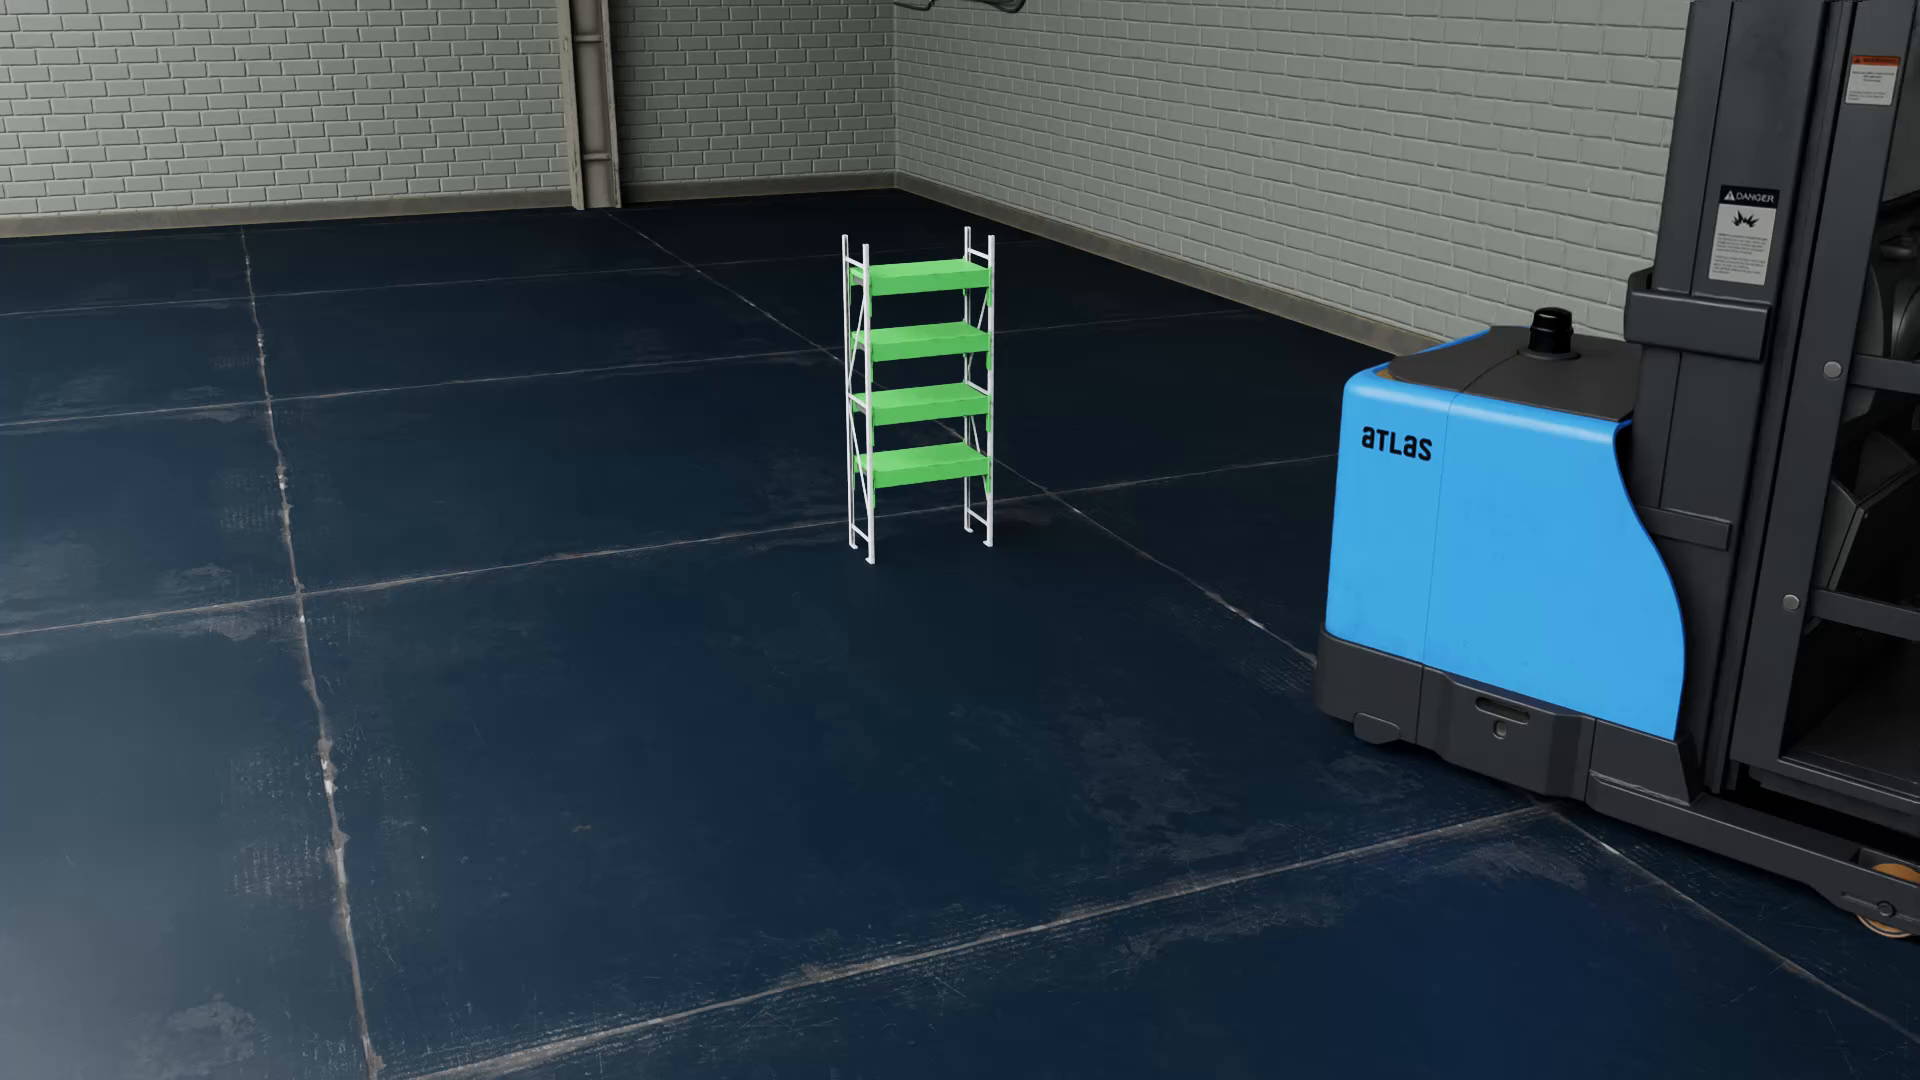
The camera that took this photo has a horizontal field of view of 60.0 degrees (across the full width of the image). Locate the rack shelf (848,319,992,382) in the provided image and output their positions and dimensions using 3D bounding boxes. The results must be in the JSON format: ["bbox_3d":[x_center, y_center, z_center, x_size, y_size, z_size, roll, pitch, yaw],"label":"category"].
[{"bbox_3d":[-0.152,-0.710,6.202,0.480,0.148,0.258,-8,21,-22],"label":"rack shelf"}]

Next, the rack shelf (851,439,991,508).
[{"bbox_3d":[-0.152,-0.258,6.362,0.480,0.148,0.258,-8,21,-22],"label":"rack shelf"}]

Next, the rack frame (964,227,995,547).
[{"bbox_3d":[0.072,-0.576,6.352,0.015,1.200,0.240,-8,21,-22],"label":"rack frame"}]

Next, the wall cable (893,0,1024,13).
[{"bbox_3d":[-0.080,-5.803,14.129,0.112,2.526,3.097,-8,21,-22],"label":"wall cable"}]

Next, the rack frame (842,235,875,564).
[{"bbox_3d":[-0.376,-0.512,6.170,0.015,1.200,0.240,-8,21,-22],"label":"rack frame"}]

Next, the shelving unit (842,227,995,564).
[{"bbox_3d":[-0.152,-0.544,6.261,0.503,1.200,0.258,-8,21,-22],"label":"shelving unit"}]

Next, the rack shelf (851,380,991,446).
[{"bbox_3d":[-0.152,-0.484,6.282,0.480,0.148,0.258,-8,21,-22],"label":"rack shelf"}]

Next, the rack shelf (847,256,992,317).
[{"bbox_3d":[-0.152,-0.937,6.123,0.480,0.148,0.258,-8,21,-22],"label":"rack shelf"}]

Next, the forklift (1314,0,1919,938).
[{"bbox_3d":[2.464,-0.606,3.830,3.031,2.935,1.130,17,26,40],"label":"forklift"}]

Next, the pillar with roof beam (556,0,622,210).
[{"bbox_3d":[-1.604,-5.970,9.929,0.400,9.000,9.100,-8,21,-22],"label":"pillar with roof beam"}]
